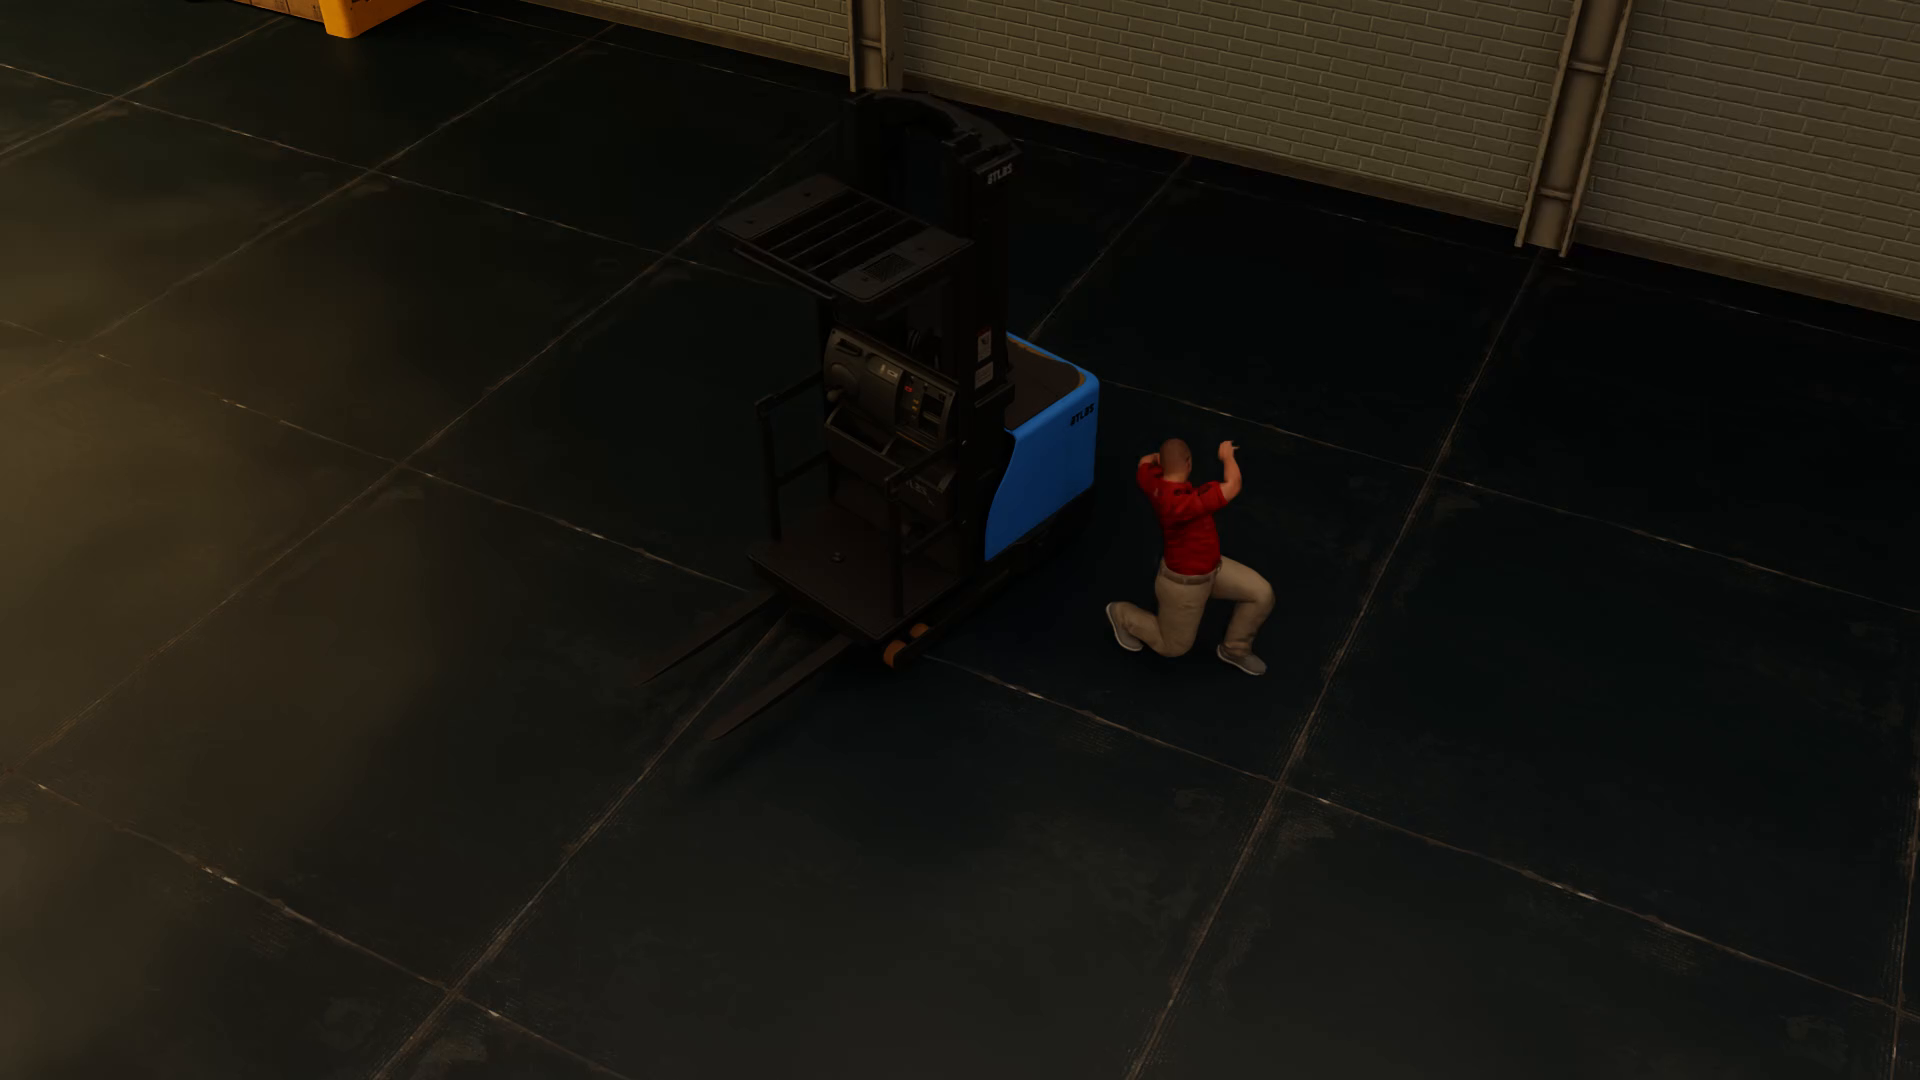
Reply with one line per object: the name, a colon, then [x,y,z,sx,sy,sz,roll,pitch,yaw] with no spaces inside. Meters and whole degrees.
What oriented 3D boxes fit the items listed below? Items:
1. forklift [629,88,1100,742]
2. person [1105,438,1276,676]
forklift: [-0.530,-0.764,8.893,1.130,2.935,3.031,31,49,31]
person: [1.342,-0.024,9.191,0.956,1.447,0.977,12,42,14]
